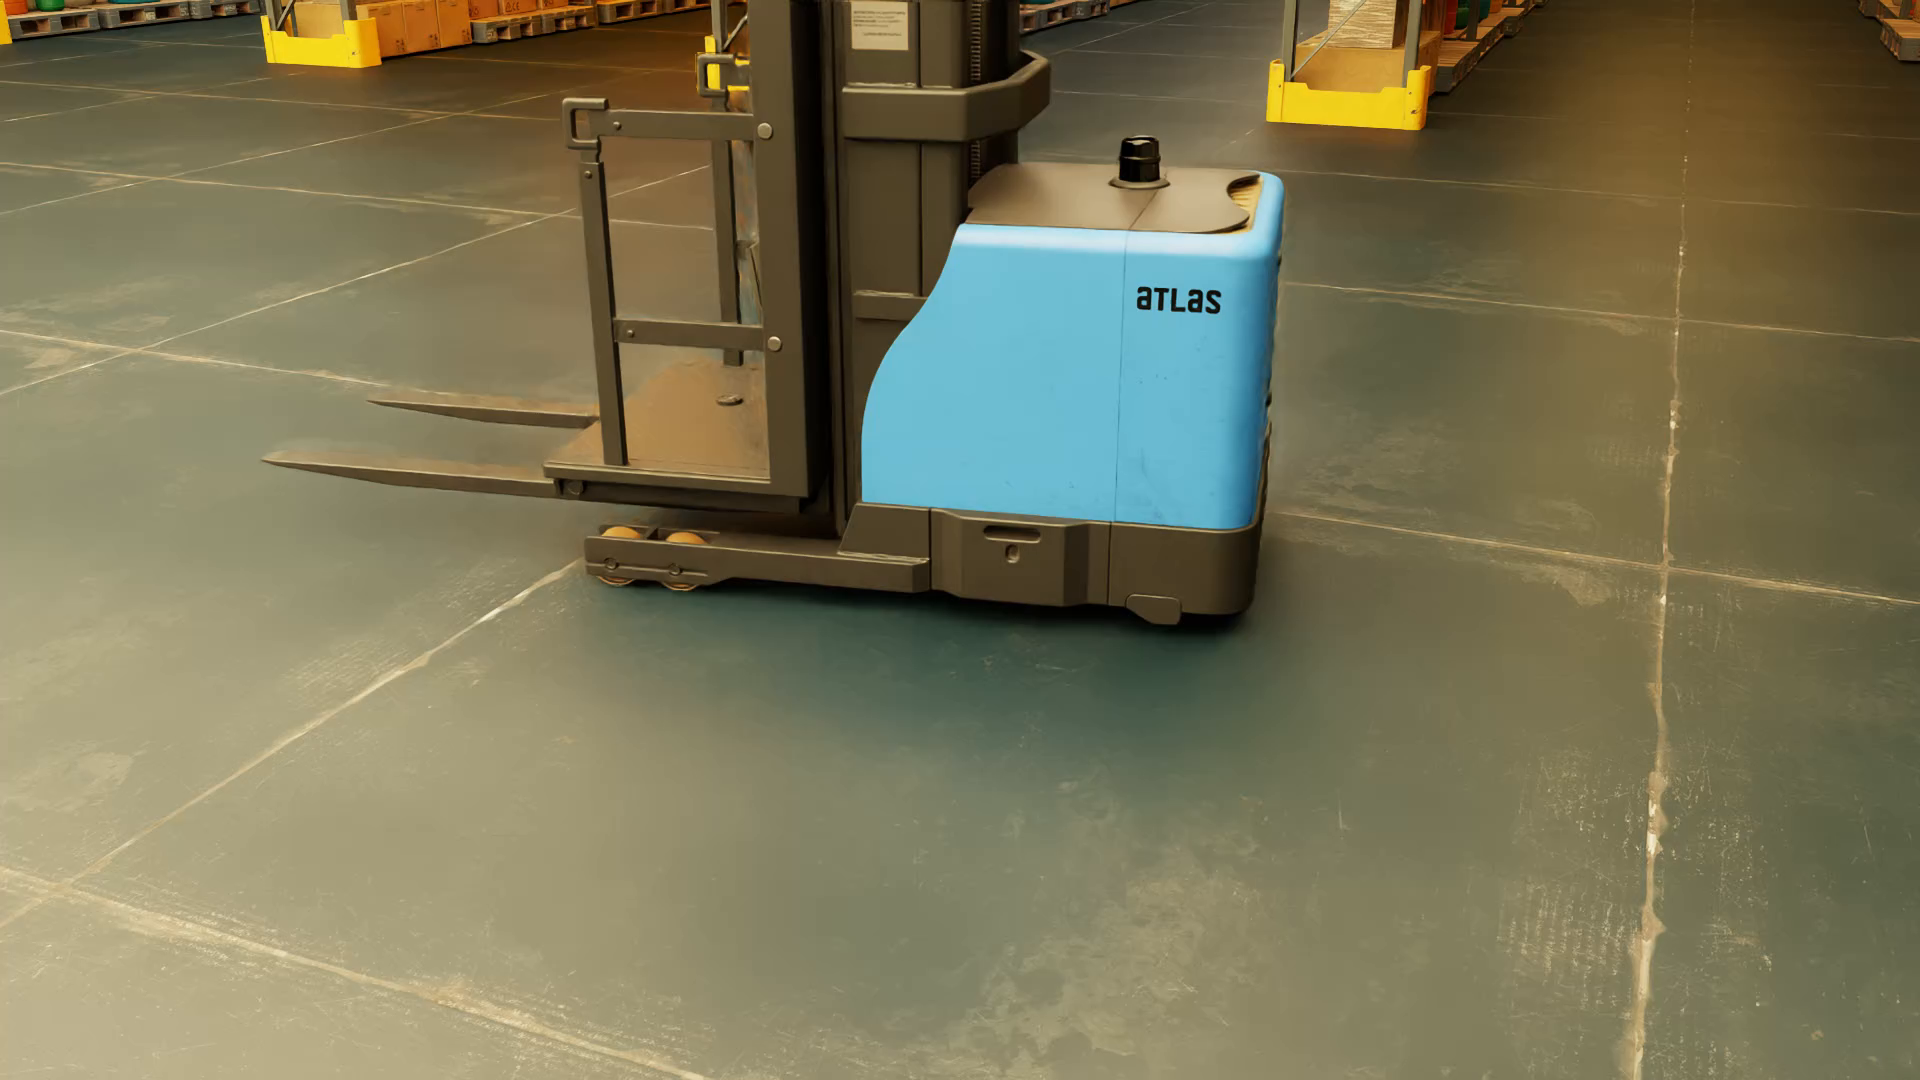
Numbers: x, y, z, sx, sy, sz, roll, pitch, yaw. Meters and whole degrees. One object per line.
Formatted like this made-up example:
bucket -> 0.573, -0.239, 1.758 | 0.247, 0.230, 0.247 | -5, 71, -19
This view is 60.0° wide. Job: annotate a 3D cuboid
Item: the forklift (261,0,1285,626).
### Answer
forklift -> -0.602, -1.398, 4.637 | 3.031, 2.935, 1.130 | 5, 23, 11
